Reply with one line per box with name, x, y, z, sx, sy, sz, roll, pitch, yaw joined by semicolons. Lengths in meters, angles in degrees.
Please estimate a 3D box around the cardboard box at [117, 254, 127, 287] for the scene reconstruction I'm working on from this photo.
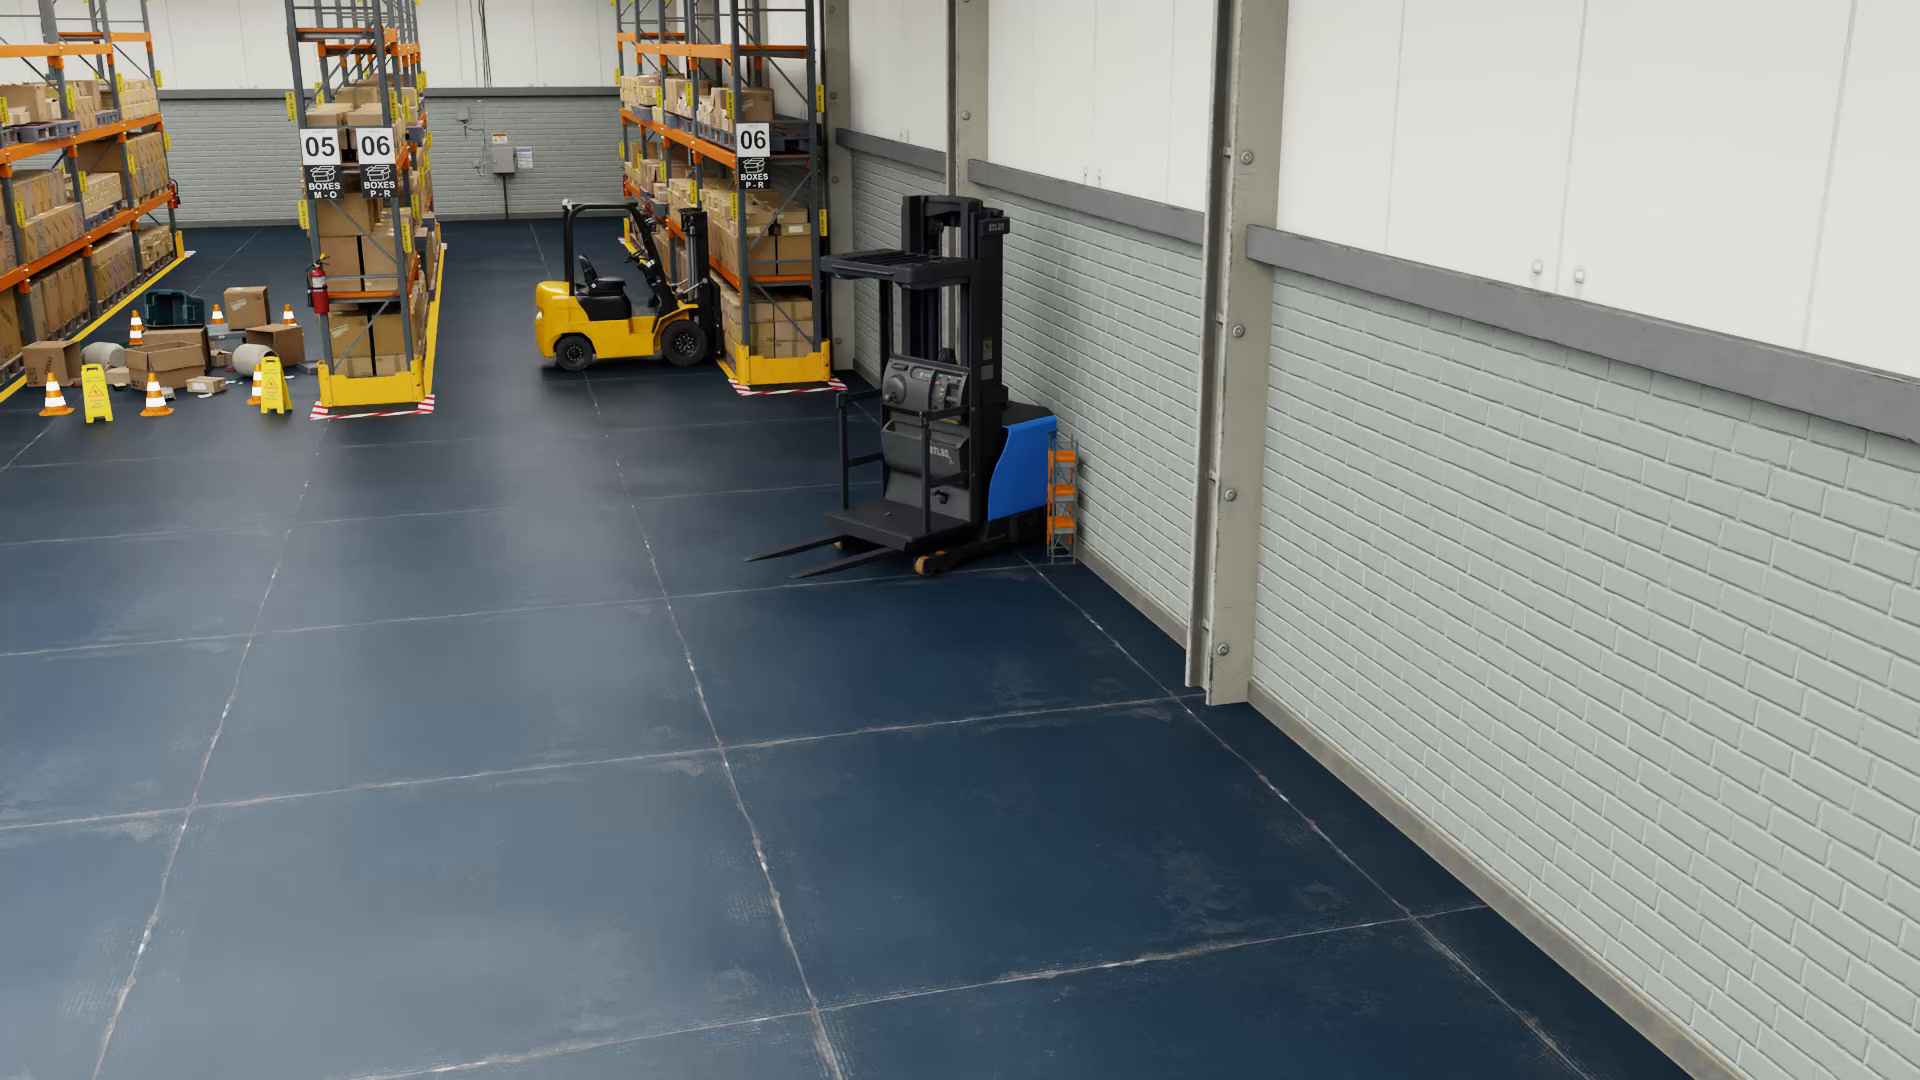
cardboard box;-14.333;-4.519;27.898;0.500;0.500;0.500;-5;17;-16

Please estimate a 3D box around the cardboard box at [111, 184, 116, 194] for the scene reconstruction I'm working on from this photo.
cardboard box;-14.618;-5.971;28.307;0.380;0.149;0.250;-4;17;-13

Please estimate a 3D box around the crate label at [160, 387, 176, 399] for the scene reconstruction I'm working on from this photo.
crate label;-9.634;-1.761;20.077;0.298;0.136;0.250;16;23;42

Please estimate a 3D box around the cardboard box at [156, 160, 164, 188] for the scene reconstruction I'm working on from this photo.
cardboard box;-15.648;-7.034;31.965;0.500;0.500;0.500;-5;17;-16

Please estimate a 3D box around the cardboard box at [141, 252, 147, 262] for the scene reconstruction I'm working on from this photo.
cardboard box;-14.848;-5.088;29.885;0.380;0.149;0.250;-4;17;-13

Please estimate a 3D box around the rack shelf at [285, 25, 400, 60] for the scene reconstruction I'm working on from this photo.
rack shelf;-7.576;-6.165;20.589;1.077;0.370;4.000;-5;17;-15

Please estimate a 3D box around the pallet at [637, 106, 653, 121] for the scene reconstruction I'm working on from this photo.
pallet;-5.153;-7.671;29.888;1.213;0.211;1.003;-5;17;-15

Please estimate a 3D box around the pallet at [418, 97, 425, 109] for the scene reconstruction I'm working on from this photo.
pallet;-11.210;-8.700;33.140;1.003;0.211;1.213;-5;17;-15

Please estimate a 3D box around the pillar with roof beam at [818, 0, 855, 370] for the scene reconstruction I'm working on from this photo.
pillar with roof beam;-5.719;-6.274;19.698;9.100;9.000;0.400;-5;17;-15

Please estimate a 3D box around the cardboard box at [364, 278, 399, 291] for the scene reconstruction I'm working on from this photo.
cardboard box;-6.921;-3.074;19.909;0.380;0.149;0.250;-5;17;-15

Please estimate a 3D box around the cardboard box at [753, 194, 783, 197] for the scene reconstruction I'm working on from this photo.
cardboard box;-2.680;-4.738;23.194;0.380;0.149;0.250;-5;17;-16

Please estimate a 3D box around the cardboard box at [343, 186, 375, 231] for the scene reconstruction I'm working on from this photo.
cardboard box;-7.509;-4.018;20.186;0.700;0.500;0.500;-5;17;-15

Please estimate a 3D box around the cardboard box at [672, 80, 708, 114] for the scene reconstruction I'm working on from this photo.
cardboard box;-4.209;-6.923;25.993;0.500;0.500;0.500;-4;17;-14

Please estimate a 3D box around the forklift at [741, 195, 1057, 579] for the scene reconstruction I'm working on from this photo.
forklift;-0.438;-1.276;13.606;1.130;2.935;3.031;16;23;42

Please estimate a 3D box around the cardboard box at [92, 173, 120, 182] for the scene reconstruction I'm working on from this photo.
cardboard box;-14.758;-6.254;28.732;0.380;0.149;0.250;-4;17;-13

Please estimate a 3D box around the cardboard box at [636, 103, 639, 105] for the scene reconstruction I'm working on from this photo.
cardboard box;-5.926;-8.418;31.792;0.500;0.250;0.500;-5;17;-15

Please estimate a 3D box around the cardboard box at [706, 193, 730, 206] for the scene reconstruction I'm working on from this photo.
cardboard box;-3.342;-4.759;23.263;0.380;0.149;0.250;-4;17;-14

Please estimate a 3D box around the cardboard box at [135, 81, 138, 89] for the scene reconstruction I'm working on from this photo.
cardboard box;-15.380;-8.390;30.653;0.380;0.149;0.250;-5;17;-17

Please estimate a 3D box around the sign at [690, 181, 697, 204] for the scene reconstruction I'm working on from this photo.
sign;-3.873;-5.055;24.192;0.100;0.325;0.005;-5;17;-15

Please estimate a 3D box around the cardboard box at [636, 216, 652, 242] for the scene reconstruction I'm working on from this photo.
cardboard box;-6.328;-6.337;33.950;0.500;0.500;0.500;-4;17;-14

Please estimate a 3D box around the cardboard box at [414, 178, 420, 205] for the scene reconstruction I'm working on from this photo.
cardboard box;-8.391;-5.152;24.969;0.500;0.500;0.500;-5;18;-18

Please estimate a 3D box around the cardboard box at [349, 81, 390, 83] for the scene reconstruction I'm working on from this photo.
cardboard box;-9.680;-7.242;27.228;0.700;0.500;0.500;-6;18;-18

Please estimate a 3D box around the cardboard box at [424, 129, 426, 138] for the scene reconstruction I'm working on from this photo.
cardboard box;-10.888;-8.131;33.267;0.380;0.149;0.250;-5;17;-16

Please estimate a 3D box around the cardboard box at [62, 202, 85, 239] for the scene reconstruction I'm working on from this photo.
cardboard box;-13.575;-4.822;25.118;0.500;0.500;0.500;-5;17;-15

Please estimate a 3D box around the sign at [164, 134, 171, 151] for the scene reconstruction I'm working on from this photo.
sign;-15.616;-7.835;32.759;0.100;0.325;0.005;-5;17;-15

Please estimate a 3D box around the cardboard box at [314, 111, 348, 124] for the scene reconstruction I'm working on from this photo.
cardboard box;-7.545;-5.070;19.954;0.380;0.149;0.250;-5;17;-15

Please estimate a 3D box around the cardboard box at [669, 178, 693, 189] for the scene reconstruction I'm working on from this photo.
cardboard box;-4.649;-5.938;27.704;0.380;0.149;0.250;-4;17;-14

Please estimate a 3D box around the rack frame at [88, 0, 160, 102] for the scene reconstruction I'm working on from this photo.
rack frame;-16.155;-9.964;31.981;1.000;3.000;0.127;-5;17;-15

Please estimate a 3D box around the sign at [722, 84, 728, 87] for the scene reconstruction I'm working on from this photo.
sign;-3.918;-7.454;27.804;0.100;0.325;0.005;-5;17;-15

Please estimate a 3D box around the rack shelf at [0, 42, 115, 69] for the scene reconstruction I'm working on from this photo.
rack shelf;-14.506;-7.768;26.616;1.077;0.370;4.000;-5;17;-15

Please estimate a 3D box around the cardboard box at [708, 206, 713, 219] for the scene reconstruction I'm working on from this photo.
cardboard box;-3.281;-4.546;23.069;0.380;0.149;0.250;-5;17;-16

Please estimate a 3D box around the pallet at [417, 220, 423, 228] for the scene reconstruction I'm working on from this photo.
pallet;-8.642;-4.661;25.088;1.003;0.211;1.213;-5;17;-15

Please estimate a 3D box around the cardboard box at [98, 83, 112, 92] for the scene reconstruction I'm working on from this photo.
cardboard box;-14.903;-7.879;28.953;0.380;0.149;0.250;-5;17;-16

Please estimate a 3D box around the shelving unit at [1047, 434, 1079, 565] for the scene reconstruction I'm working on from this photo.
shelving unit;0.846;-0.336;13.746;0.215;1.050;0.252;-2;17;-5

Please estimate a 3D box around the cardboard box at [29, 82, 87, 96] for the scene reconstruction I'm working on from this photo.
cardboard box;-14.758;-7.234;27.196;0.797;0.503;0.637;-5;17;-16

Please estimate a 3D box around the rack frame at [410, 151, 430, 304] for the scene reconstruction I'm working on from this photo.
rack frame;-9.225;-5.297;26.873;1.000;3.000;0.127;-5;17;-15

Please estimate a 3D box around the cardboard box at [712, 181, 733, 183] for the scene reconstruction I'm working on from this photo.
cardboard box;-3.843;-5.773;27.155;0.380;0.149;0.250;-5;17;-16

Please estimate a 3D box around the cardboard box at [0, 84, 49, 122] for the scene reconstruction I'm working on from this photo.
cardboard box;-13.210;-6.153;23.429;0.500;0.500;0.500;-5;17;-15

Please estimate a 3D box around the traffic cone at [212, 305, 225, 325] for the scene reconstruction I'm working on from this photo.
traffic cone;-10.854;-3.209;24.331;0.336;0.463;0.334;-5;17;-15

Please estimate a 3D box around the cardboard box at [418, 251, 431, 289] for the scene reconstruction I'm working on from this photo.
cardboard box;-9.335;-4.678;27.776;0.875;0.875;0.875;-5;17;-16

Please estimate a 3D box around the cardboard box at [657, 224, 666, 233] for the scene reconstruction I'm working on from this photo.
cardboard box;-5.478;-5.851;31.203;0.380;0.149;0.250;-6;18;-18

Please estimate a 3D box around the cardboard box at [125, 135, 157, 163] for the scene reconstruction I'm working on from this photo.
cardboard box;-15.500;-7.370;31.344;0.500;0.500;0.500;-4;17;-12

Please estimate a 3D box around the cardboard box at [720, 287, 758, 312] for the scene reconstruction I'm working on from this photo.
cardboard box;-2.976;-3.223;22.280;0.500;0.250;0.500;-4;17;-15

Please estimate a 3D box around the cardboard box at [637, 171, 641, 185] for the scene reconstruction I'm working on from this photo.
cardboard box;-6.079;-7.127;32.707;0.500;0.250;0.500;-5;17;-15

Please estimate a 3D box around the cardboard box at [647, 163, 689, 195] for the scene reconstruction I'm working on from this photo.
cardboard box;-5.277;-6.534;30.087;0.700;0.500;0.500;-5;17;-16

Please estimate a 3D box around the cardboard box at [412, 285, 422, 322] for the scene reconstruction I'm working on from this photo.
cardboard box;-7.564;-3.151;22.474;0.500;0.500;0.500;-4;17;-14

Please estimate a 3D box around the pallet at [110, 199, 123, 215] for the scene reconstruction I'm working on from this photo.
pallet;-14.986;-5.670;28.446;1.003;0.211;1.213;-5;17;-15

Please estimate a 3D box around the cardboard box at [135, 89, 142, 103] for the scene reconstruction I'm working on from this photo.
cardboard box;-15.377;-8.164;30.594;0.500;0.250;0.500;-5;18;-18

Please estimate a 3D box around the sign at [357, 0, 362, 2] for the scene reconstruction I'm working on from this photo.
sign;-11.959;-10.864;33.079;0.100;0.325;0.005;-5;17;-15

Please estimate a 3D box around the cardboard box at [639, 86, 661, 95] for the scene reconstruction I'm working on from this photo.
cardboard box;-5.626;-8.177;30.261;0.380;0.149;0.250;-5;17;-16

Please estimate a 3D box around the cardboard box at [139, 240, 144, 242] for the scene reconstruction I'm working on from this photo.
cardboard box;-15.087;-5.364;30.285;0.380;0.149;0.250;-5;17;-16
